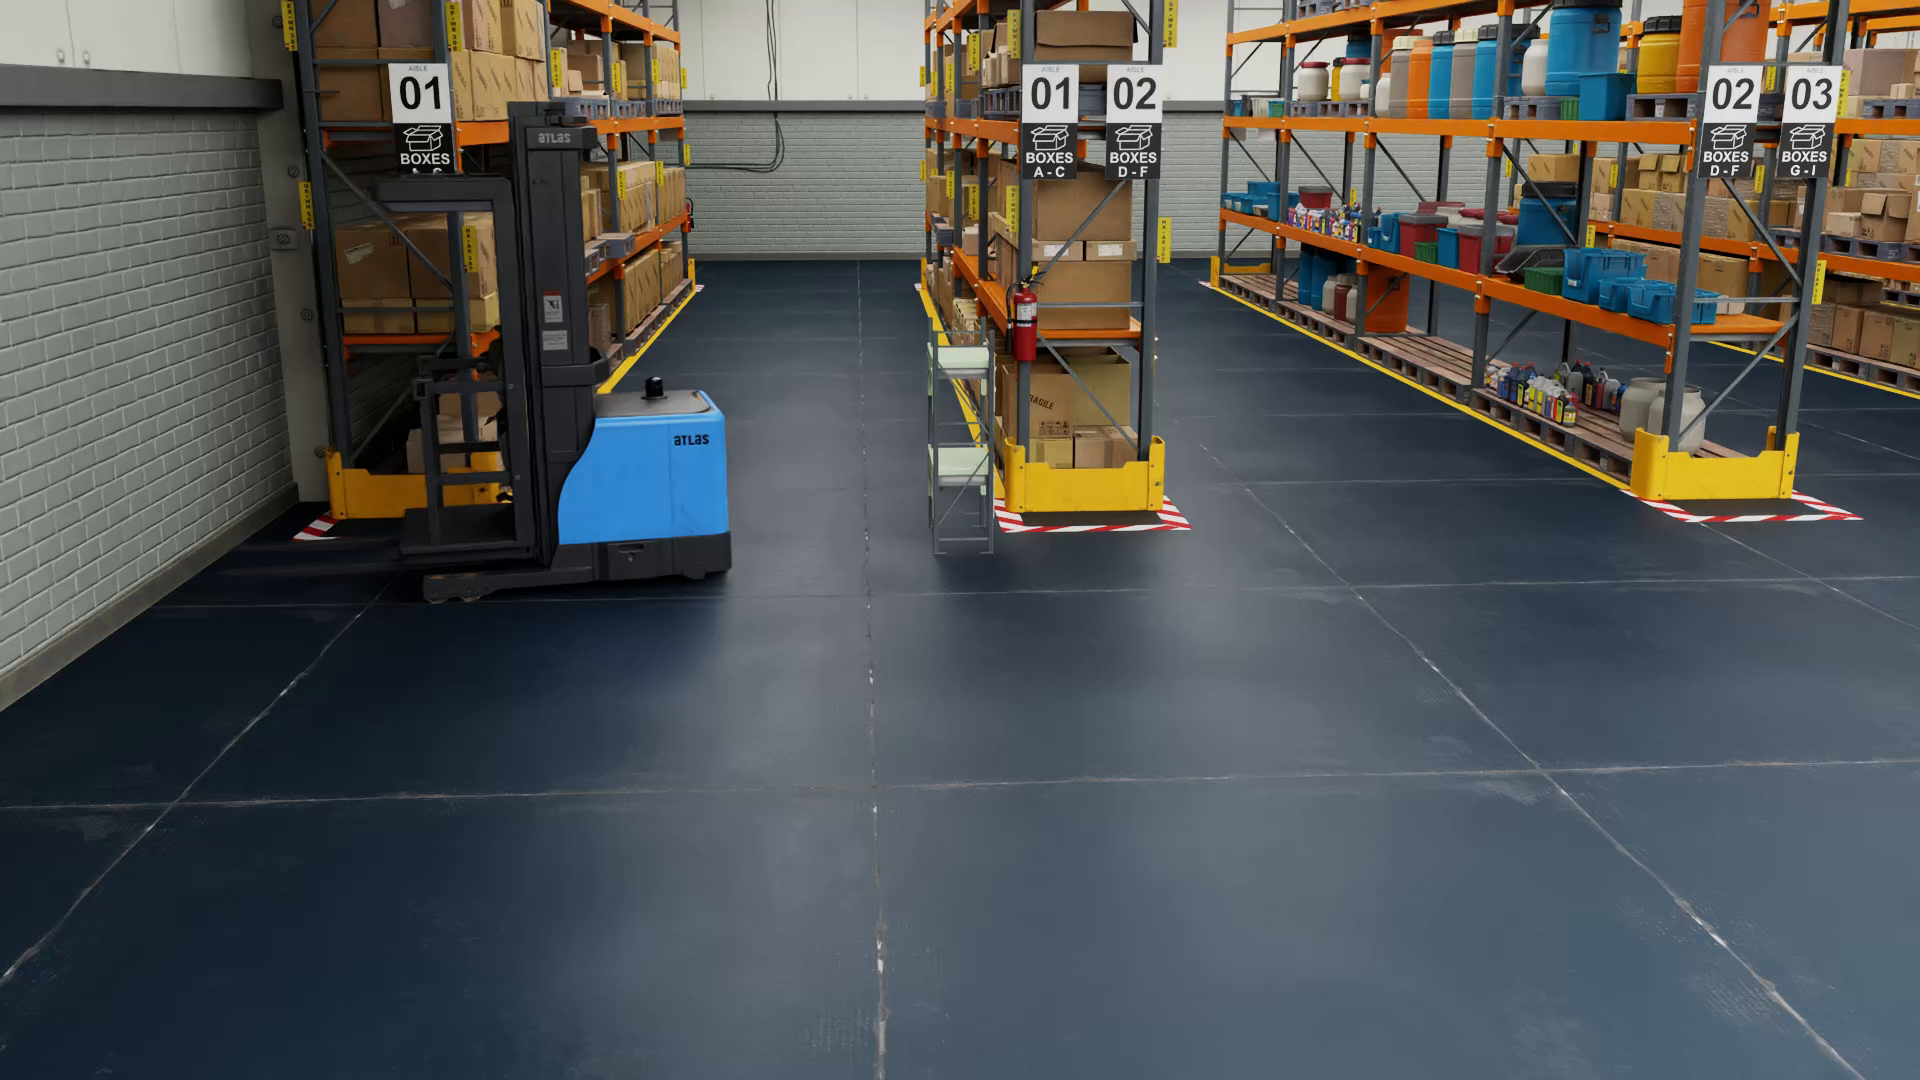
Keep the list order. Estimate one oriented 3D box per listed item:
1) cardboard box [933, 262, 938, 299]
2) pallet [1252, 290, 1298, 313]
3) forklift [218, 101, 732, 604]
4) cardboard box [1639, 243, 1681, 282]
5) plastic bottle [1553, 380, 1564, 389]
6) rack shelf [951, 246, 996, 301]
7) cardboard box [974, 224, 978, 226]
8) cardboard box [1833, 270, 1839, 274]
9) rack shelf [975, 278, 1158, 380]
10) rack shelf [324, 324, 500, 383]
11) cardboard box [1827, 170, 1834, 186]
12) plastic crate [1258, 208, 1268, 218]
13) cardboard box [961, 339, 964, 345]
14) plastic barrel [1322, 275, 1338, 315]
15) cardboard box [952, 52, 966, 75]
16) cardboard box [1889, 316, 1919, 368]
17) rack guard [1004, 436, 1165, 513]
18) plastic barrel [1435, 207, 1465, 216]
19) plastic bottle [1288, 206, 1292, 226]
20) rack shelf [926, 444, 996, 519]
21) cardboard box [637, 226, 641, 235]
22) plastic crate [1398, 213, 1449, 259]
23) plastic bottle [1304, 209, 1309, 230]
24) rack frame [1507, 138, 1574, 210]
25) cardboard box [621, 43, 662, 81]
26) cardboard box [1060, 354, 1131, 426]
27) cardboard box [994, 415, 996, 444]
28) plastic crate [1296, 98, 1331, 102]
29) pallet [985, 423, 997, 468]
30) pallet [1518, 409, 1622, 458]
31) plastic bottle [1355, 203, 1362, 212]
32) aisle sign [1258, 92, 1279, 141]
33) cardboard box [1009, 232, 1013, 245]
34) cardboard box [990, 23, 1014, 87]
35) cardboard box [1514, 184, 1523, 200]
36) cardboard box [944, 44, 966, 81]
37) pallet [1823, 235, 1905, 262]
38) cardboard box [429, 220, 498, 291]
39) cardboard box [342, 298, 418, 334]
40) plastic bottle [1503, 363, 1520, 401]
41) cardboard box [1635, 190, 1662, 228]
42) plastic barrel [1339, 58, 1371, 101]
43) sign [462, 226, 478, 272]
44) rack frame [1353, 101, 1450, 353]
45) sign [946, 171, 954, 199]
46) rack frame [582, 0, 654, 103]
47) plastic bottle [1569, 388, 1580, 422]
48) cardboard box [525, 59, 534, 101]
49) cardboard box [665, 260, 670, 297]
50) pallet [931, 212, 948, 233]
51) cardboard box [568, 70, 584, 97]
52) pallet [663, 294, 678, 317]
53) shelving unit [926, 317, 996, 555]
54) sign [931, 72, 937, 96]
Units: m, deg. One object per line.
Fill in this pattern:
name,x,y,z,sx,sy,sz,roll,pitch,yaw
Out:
cardboard box,-0.136,-3.837,24.555,0.500,0.500,0.500,-1,14,-3
pallet,5.042,-3.605,25.114,1.003,0.211,1.213,-1,14,-3
forklift,-3.025,-1.181,10.235,3.031,2.935,1.130,-4,15,-15
cardboard box,10.185,-3.643,23.086,1.225,0.875,0.875,-1,14,-5
plastic bottle,5.442,-1.326,15.244,0.152,0.276,0.135,-1,14,-3
rack shelf,0.554,-2.857,18.054,1.077,0.370,4.000,-1,14,-3
cardboard box,0.409,-3.568,19.555,0.500,0.311,0.500,0,14,0
cardboard box,14.518,-4.393,27.457,0.380,0.149,0.250,-1,14,-3
rack shelf,0.802,-1.862,14.188,1.077,0.370,4.000,-1,14,-3
rack shelf,-4.142,-1.785,13.887,1.077,0.370,4.000,-1,14,-3
cardboard box,14.589,-5.840,27.405,0.500,0.500,0.500,-1,14,-3
plastic crate,4.789,-4.943,25.150,0.437,0.125,0.590,-1,14,-3
cardboard box,0.271,-2.058,18.181,0.500,0.250,0.500,-1,14,-2
plastic barrel,5.132,-3.318,22.553,0.421,0.512,0.421,0,14,0
cardboard box,0.225,-5.992,21.533,0.600,0.600,0.600,-1,15,-6
cardboard box,10.538,-2.134,17.936,0.700,0.500,0.500,-1,14,-4
rack guard,0.927,-0.497,12.453,1.175,0.500,0.348,-1,14,-3
plastic barrel,5.651,-3.580,19.196,0.421,0.512,0.421,0,14,0
plastic bottle,4.723,-4.619,23.692,0.061,0.283,0.133,-1,14,-3
rack shelf,0.000,-0.409,11.414,0.431,0.370,0.720,-1,14,-3
cardboard box,-4.423,-4.112,21.952,0.380,0.149,0.250,-1,14,-5
plastic crate,5.169,-3.403,18.603,0.402,0.464,0.583,-1,14,-3
plastic bottle,4.778,-4.398,22.834,0.061,0.283,0.133,-1,14,-3
rack frame,9.822,-5.844,28.221,1.000,3.000,0.127,-1,14,-3
cardboard box,-4.526,-6.797,23.656,0.500,0.500,0.500,-1,14,-4
cardboard box,1.081,-1.209,13.377,0.500,0.500,0.500,-1,14,-3
cardboard box,0.522,-0.962,13.922,0.500,0.250,0.500,-1,14,-3
plastic crate,5.323,-6.476,24.917,0.497,0.269,0.590,-1,14,-3
pallet,0.764,-0.855,14.426,1.003,0.211,1.213,-1,14,-3
pallet,5.700,-0.961,14.839,1.003,0.211,1.213,-1,14,-3
plastic bottle,5.521,-4.480,23.016,0.144,0.351,0.185,-1,14,-3
aisle sign,5.166,-7.049,27.687,0.394,0.787,0.004,-1,14,-3
cardboard box,0.613,-2.554,13.929,0.380,0.149,0.250,-1,14,-4
cardboard box,0.654,-4.070,13.976,0.797,0.503,0.637,1,14,3
cardboard box,9.582,-5.792,27.723,0.500,0.250,0.500,-1,14,-5
cardboard box,0.114,-6.803,23.721,0.700,0.500,0.500,-1,14,-3
pallet,10.481,-3.270,18.602,1.003,0.211,1.213,-1,14,-3
cardboard box,-3.769,-2.182,12.745,0.500,0.500,0.500,-1,14,-3
cardboard box,-4.241,-1.686,12.321,0.500,0.250,0.500,-1,14,-3
plastic bottle,5.258,-1.507,15.795,0.144,0.351,0.185,0,14,-2
cardboard box,9.881,-4.655,23.397,0.500,0.500,0.500,-1,14,-3
plastic barrel,5.114,-5.939,21.453,0.433,0.535,0.433,0,14,0
sign,-3.477,-2.063,11.789,0.100,0.325,0.005,-1,14,-3
rack frame,5.374,-3.778,20.191,1.000,3.000,0.127,-1,14,-3
sign,-0.111,-4.214,19.722,0.100,0.325,0.005,-1,14,-3
rack frame,-4.762,-7.526,22.716,1.000,3.000,0.127,-1,14,-3
plastic bottle,5.436,-1.201,14.743,0.061,0.283,0.133,-1,14,-3
cardboard box,-3.970,-3.894,14.379,0.500,0.500,0.500,-2,15,-8
cardboard box,-4.734,-3.926,24.937,0.700,0.500,0.500,-1,14,-4
pallet,0.123,-4.404,23.009,1.003,0.211,1.213,-1,14,-3
cardboard box,-4.526,-4.814,17.949,0.797,0.503,0.637,1,14,4
pallet,-4.731,-3.460,24.551,1.003,0.211,1.213,-1,14,-3
shelving unit,0.000,-0.725,11.333,0.431,1.500,0.755,-1,14,-3
sign,-0.359,-6.390,23.286,0.100,0.325,0.005,-1,14,-3
